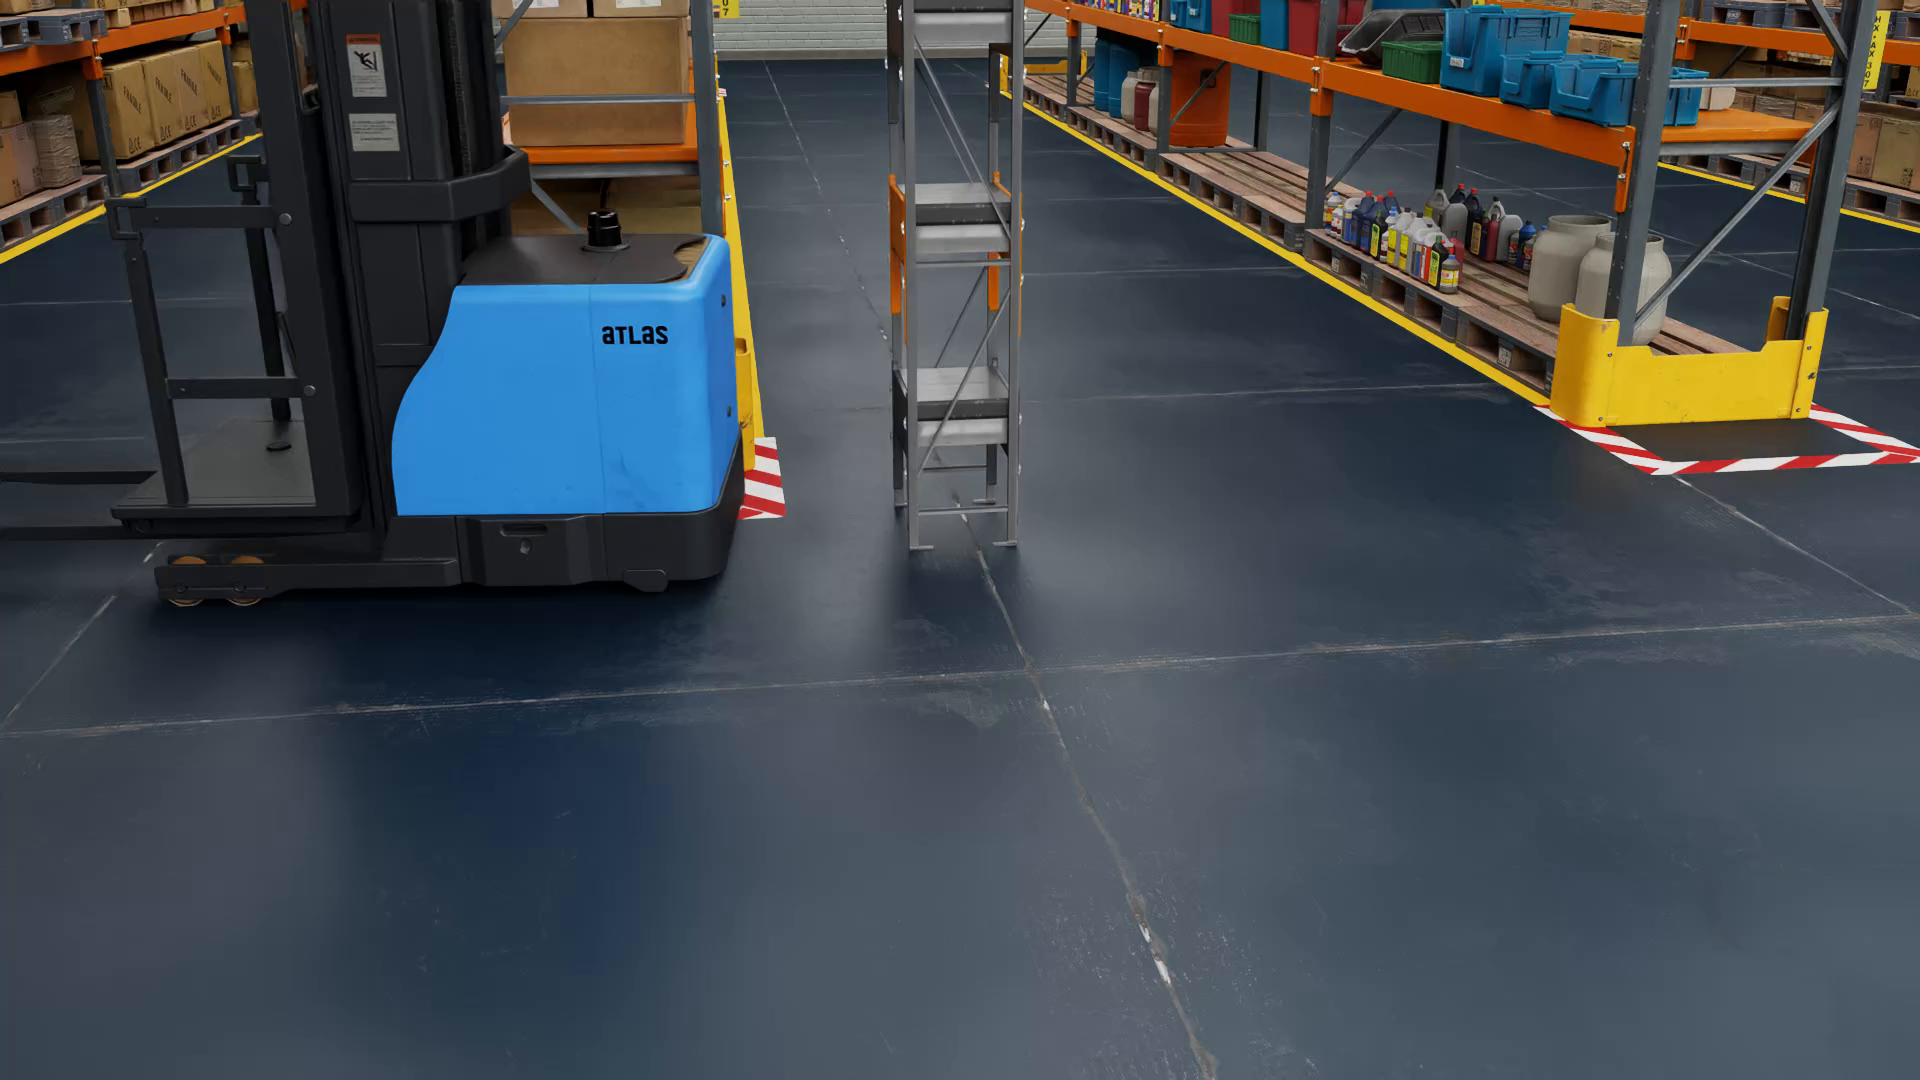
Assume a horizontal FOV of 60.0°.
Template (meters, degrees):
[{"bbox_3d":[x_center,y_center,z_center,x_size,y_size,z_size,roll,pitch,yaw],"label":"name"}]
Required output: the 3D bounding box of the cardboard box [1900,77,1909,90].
[{"bbox_3d":[11.796,-5.604,20.408,0.380,0.149,0.250,-4,21,-10],"label":"cardboard box"}]

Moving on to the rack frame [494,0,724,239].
[{"bbox_3d":[-1.466,-1.732,6.567,1.000,3.000,0.127,-3,21,-8],"label":"rack frame"}]

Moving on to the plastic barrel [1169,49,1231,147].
[{"bbox_3d":[2.195,-4.099,15.406,0.600,0.830,0.708,-3,21,-8],"label":"plastic barrel"}]

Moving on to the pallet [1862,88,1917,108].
[{"bbox_3d":[11.398,-5.525,20.707,1.003,0.211,1.213,-3,21,-8],"label":"pallet"}]

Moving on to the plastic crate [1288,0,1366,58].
[{"bbox_3d":[2.487,-3.548,11.337,0.402,0.464,0.583,-3,21,-8],"label":"plastic crate"}]

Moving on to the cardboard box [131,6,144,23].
[{"bbox_3d":[-7.552,-4.712,14.877,0.380,0.149,0.250,-3,21,-7],"label":"cardboard box"}]

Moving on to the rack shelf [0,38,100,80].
[{"bbox_3d":[-7.232,-3.222,11.583,1.077,0.370,4.000,-3,21,-8],"label":"rack shelf"}]

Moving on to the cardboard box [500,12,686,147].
[{"bbox_3d":[-1.521,-1.941,6.984,0.700,0.500,0.500,-3,21,-8],"label":"cardboard box"}]

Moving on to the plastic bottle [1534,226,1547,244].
[{"bbox_3d":[3.419,-1.706,9.766,0.097,0.271,0.097,0,20,0],"label":"plastic bottle"}]

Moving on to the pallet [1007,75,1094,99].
[{"bbox_3d":[1.210,-5.927,21.783,1.003,0.211,1.213,-3,21,-8],"label":"pallet"}]

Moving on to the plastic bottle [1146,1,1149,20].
[{"bbox_3d":[1.771,-4.897,15.324,0.097,0.201,0.097,0,20,0],"label":"plastic bottle"}]

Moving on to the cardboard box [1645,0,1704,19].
[{"bbox_3d":[6.868,-5.206,15.724,0.500,0.500,0.500,-2,21,-6],"label":"cardboard box"}]

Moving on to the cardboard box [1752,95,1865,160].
[{"bbox_3d":[7.393,-3.613,14.547,0.700,0.500,0.500,-5,21,-12],"label":"cardboard box"}]

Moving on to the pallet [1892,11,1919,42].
[{"bbox_3d":[7.794,-3.798,12.371,1.003,0.211,1.213,-3,21,-8],"label":"pallet"}]

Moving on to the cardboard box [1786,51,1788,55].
[{"bbox_3d":[10.902,-6.472,21.882,0.380,0.149,0.250,-3,21,-7],"label":"cardboard box"}]

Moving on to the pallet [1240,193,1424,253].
[{"bbox_3d":[2.708,-2.329,12.151,1.003,0.211,1.213,-3,21,-8],"label":"pallet"}]

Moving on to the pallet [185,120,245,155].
[{"bbox_3d":[-7.912,-4.066,16.802,1.003,0.211,1.213,-3,21,-8],"label":"pallet"}]

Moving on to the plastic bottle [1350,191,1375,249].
[{"bbox_3d":[2.565,-2.031,10.523,0.144,0.351,0.185,-2,21,-6],"label":"plastic bottle"}]

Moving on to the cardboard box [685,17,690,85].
[{"bbox_3d":[-1.890,-2.829,9.359,0.700,0.500,0.500,-3,21,-8],"label":"cardboard box"}]

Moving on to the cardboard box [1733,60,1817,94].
[{"bbox_3d":[7.310,-4.156,14.930,0.500,0.250,0.500,-2,21,-6],"label":"cardboard box"}]

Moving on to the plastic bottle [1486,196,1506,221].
[{"bbox_3d":[3.312,-1.944,10.292,0.144,0.351,0.185,-3,21,-8],"label":"plastic bottle"}]

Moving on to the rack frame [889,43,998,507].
[{"bbox_3d":[-0.059,-1.125,6.228,0.400,2.100,0.015,-3,21,-8],"label":"rack frame"}]

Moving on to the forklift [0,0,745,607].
[{"bbox_3d":[-2.345,-1.336,5.604,3.031,2.935,1.130,-1,20,-2],"label":"forklift"}]

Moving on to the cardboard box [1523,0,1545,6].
[{"bbox_3d":[6.500,-6.086,18.082,0.500,0.500,0.500,-3,21,-8],"label":"cardboard box"}]

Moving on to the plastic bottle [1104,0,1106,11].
[{"bbox_3d":[1.519,-5.501,16.941,0.097,0.201,0.097,0,20,0],"label":"plastic bottle"}]

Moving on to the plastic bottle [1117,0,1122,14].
[{"bbox_3d":[1.592,-5.321,16.341,0.061,0.283,0.133,-3,21,-8],"label":"plastic bottle"}]

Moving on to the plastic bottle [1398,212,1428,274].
[{"bbox_3d":[2.680,-1.754,9.781,0.144,0.351,0.185,-2,21,-6],"label":"plastic bottle"}]

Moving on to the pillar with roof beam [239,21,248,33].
[{"bbox_3d":[-5.659,-10.940,22.645,9.100,9.000,0.400,-3,21,-8],"label":"pillar with roof beam"}]

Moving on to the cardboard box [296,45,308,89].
[{"bbox_3d":[-8.474,-5.809,20.455,0.700,0.500,0.500,-3,21,-8],"label":"cardboard box"}]

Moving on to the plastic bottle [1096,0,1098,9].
[{"bbox_3d":[1.466,-5.627,17.280,0.097,0.201,0.097,0,20,0],"label":"plastic bottle"}]

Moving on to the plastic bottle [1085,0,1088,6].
[{"bbox_3d":[1.391,-5.809,17.766,0.097,0.201,0.097,0,20,0],"label":"plastic bottle"}]

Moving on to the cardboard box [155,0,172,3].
[{"bbox_3d":[-7.557,-5.161,15.151,0.500,0.500,0.500,-2,21,-6],"label":"cardboard box"}]

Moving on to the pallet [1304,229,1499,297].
[{"bbox_3d":[2.915,-1.825,10.800,1.003,0.211,1.213,-3,21,-8],"label":"pallet"}]

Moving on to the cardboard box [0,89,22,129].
[{"bbox_3d":[-7.345,-3.190,12.343,0.500,0.250,0.500,-3,21,-7],"label":"cardboard box"}]

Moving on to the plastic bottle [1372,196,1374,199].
[{"bbox_3d":[2.651,-2.062,10.703,0.061,0.283,0.133,-3,21,-8],"label":"plastic bottle"}]

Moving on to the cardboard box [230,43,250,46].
[{"bbox_3d":[-8.048,-5.538,18.802,0.380,0.149,0.250,-4,21,-9],"label":"cardboard box"}]

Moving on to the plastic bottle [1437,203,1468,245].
[{"bbox_3d":[3.122,-2.005,10.561,0.152,0.276,0.135,-3,21,-8],"label":"plastic bottle"}]

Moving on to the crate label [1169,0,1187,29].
[{"bbox_3d":[1.973,-4.508,14.237,0.303,0.233,0.416,-3,21,-8],"label":"crate label"}]

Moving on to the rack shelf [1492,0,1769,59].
[{"bbox_3d":[6.896,-5.356,17.297,1.077,0.370,4.000,-3,21,-8],"label":"rack shelf"}]

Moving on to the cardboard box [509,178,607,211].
[{"bbox_3d":[-1.997,-1.508,8.226,0.500,0.500,0.500,-3,21,-8],"label":"cardboard box"}]

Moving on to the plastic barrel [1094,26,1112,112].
[{"bbox_3d":[1.768,-5.160,18.144,0.600,0.901,0.708,-3,21,-8],"label":"plastic barrel"}]

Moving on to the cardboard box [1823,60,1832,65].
[{"bbox_3d":[11.124,-5.971,20.965,0.380,0.149,0.250,-3,21,-7],"label":"cardboard box"}]

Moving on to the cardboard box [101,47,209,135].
[{"bbox_3d":[-7.744,-4.300,15.913,0.750,0.750,0.750,-2,21,-6],"label":"cardboard box"}]

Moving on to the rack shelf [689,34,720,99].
[{"bbox_3d":[-2.331,-3.473,12.255,1.077,0.370,4.000,-3,21,-8],"label":"rack shelf"}]

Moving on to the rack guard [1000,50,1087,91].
[{"bbox_3d":[1.113,-6.357,22.523,1.175,0.500,0.348,-3,21,-8],"label":"rack guard"}]

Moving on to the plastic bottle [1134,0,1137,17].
[{"bbox_3d":[1.700,-5.066,15.775,0.097,0.201,0.097,0,20,0],"label":"plastic bottle"}]

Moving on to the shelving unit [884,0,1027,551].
[{"bbox_3d":[-0.024,-1.041,6.002,0.431,2.100,0.503,-3,21,-8],"label":"shelving unit"}]

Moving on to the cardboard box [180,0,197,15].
[{"bbox_3d":[-7.620,-5.158,16.070,0.380,0.149,0.250,-3,21,-8],"label":"cardboard box"}]

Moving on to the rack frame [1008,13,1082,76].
[{"bbox_3d":[1.130,-7.521,22.065,1.000,3.000,0.127,-3,21,-8],"label":"rack frame"}]

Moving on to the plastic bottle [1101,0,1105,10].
[{"bbox_3d":[1.529,-5.577,17.040,0.152,0.276,0.135,-3,21,-8],"label":"plastic bottle"}]

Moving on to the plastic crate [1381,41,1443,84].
[{"bbox_3d":[2.776,-2.782,9.681,0.450,0.188,0.662,-3,21,-8],"label":"plastic crate"}]
